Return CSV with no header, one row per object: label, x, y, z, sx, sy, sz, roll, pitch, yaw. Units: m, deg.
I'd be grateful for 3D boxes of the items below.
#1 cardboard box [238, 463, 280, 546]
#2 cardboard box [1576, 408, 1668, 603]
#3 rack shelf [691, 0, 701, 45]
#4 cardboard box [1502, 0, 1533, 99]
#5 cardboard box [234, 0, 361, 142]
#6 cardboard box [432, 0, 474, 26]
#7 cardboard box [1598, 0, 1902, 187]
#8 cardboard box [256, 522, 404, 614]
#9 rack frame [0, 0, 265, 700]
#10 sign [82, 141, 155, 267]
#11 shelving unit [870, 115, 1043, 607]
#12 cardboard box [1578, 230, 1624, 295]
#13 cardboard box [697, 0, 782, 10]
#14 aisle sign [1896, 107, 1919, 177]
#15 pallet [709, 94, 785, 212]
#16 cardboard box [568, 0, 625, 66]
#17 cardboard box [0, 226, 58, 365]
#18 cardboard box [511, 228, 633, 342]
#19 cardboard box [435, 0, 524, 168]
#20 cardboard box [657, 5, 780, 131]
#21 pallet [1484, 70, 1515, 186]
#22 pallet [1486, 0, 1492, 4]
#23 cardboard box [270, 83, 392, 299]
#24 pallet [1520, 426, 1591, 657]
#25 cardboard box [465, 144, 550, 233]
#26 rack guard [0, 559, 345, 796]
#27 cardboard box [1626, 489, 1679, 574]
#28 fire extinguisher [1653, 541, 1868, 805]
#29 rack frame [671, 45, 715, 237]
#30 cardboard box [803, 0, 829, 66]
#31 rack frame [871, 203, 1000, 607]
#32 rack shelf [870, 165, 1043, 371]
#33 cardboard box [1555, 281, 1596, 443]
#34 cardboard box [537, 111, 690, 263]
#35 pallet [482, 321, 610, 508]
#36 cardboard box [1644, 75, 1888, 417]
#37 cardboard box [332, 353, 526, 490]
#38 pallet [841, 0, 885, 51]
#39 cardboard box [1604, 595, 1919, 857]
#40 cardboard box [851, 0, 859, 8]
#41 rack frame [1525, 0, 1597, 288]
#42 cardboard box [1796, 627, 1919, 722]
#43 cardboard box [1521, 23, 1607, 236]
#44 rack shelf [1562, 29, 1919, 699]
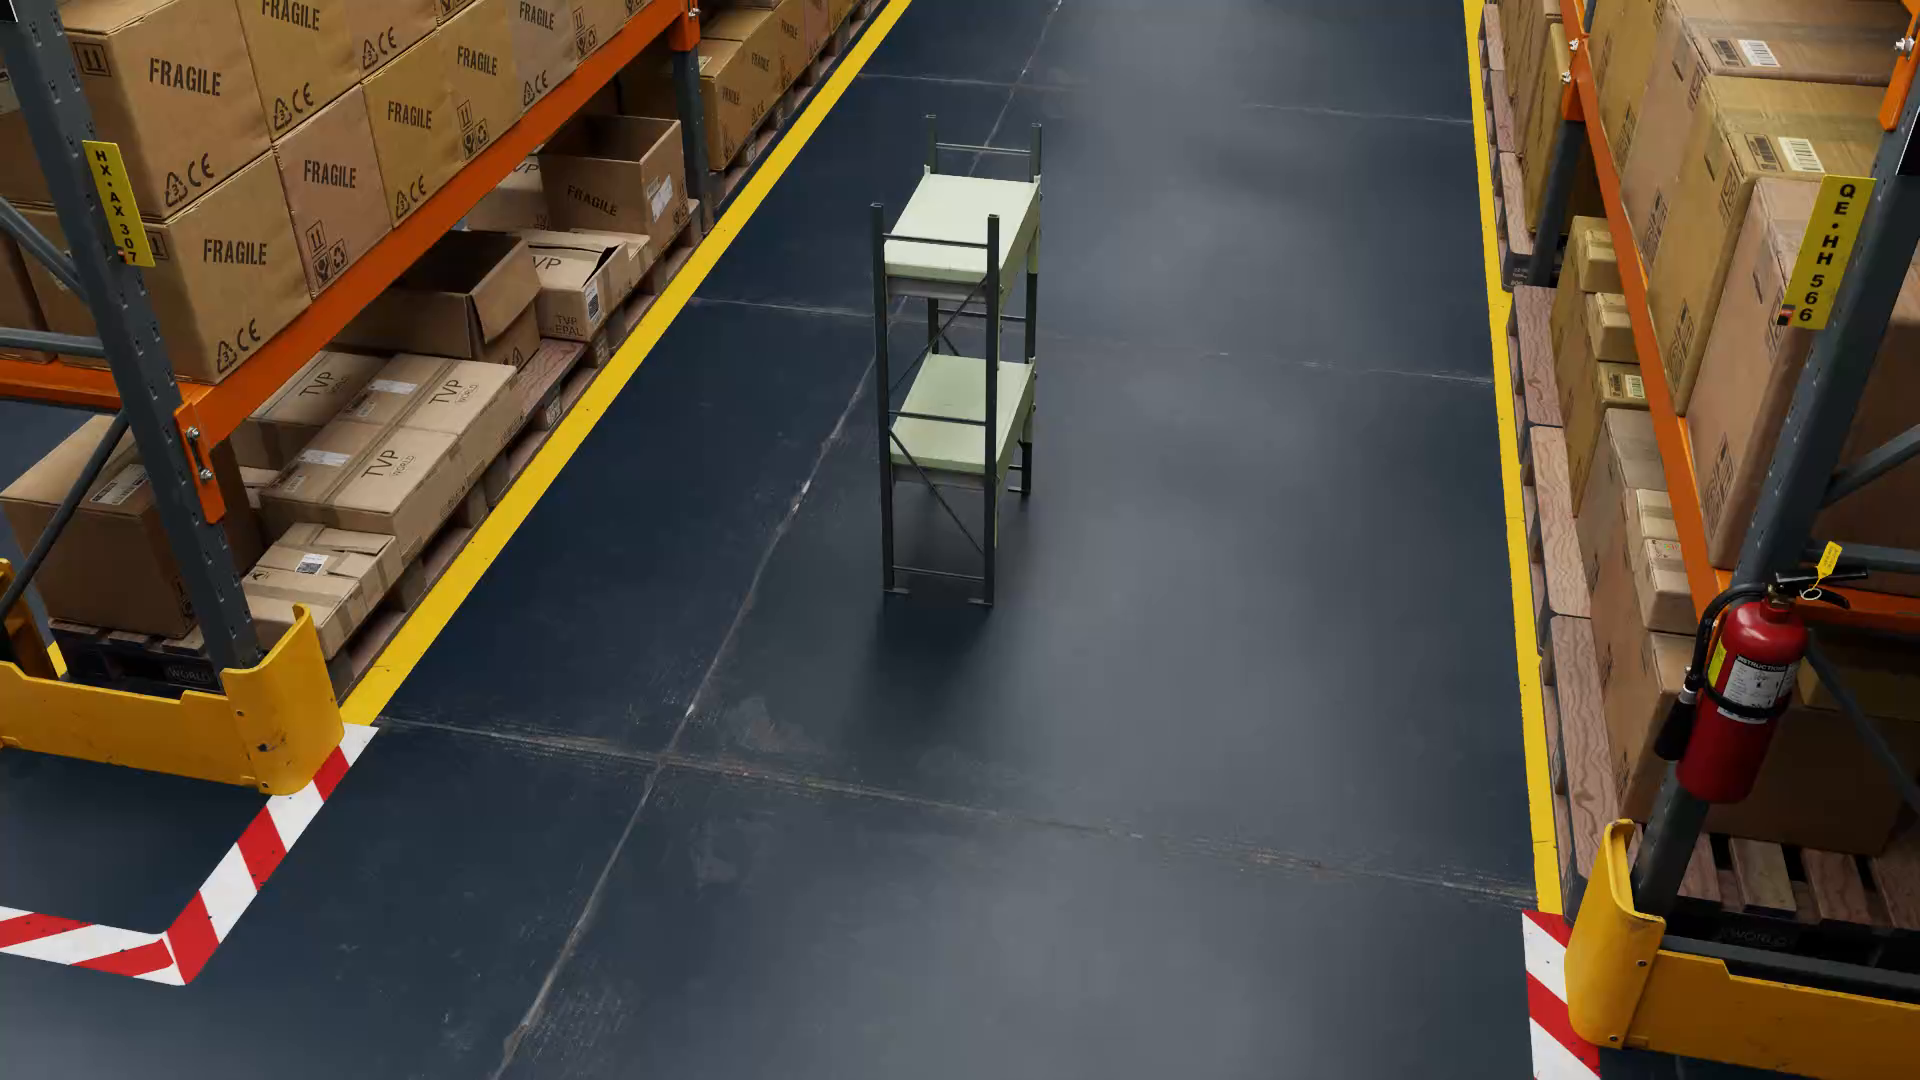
cardboard box,-2.553,-0.136,5.922,0.380,0.166,0.250,7,37,10
cardboard box,2.503,-0.070,5.563,0.700,0.500,0.500,6,36,8
rack shelf,-1.321,-3.690,9.399,1.077,0.370,4.000,7,37,10
cardboard box,3.468,-2.903,9.173,0.750,0.750,0.750,7,37,10
cardboard box,-2.146,-1.509,4.839,0.500,0.500,0.500,8,37,10
cardboard box,-1.927,-2.087,5.636,0.500,0.500,0.500,7,37,10
cardboard box,2.799,-1.611,5.661,0.980,0.700,0.700,6,36,9
cardboard box,-2.124,0.087,5.614,0.380,0.166,0.250,7,37,10
rack frame,-2.603,-0.542,4.442,1.000,3.000,0.127,7,37,10
sign,-2.073,-0.825,4.094,0.100,0.325,0.005,7,37,10
shelving unit,0.001,-0.611,5.815,0.431,1.500,0.755,7,37,10
cardboard box,2.580,-1.048,6.359,0.380,0.149,0.250,8,37,12
cardboard box,-1.193,-3.125,9.122,0.500,0.250,0.500,7,37,10
aisle sign,1.929,-0.972,2.820,0.394,0.787,0.004,7,37,10
pallet,-1.612,-2.177,9.074,1.003,0.211,1.213,7,37,10
cardboard box,-1.713,-2.261,6.729,0.500,0.500,0.500,8,37,11
cardboard box,-2.773,-0.873,4.814,0.500,0.500,0.500,8,37,11
cardboard box,-1.753,-1.132,7.173,0.500,0.311,0.500,7,37,10
cardboard box,-1.927,-1.674,5.918,0.500,0.500,0.500,8,37,11
cardboard box,-1.304,-2.555,8.975,0.500,0.500,0.500,8,37,11
pallet,3.441,-2.241,9.162,1.003,0.211,1.213,7,37,10
pallet,4.114,-3.828,11.352,1.003,0.211,1.213,7,37,10
cardboard box,-2.145,-1.100,5.127,0.500,0.500,0.500,7,37,10
pallet,2.594,0.040,6.014,1.003,0.211,1.213,7,37,10
cardboard box,-2.049,-1.711,7.971,0.500,0.311,0.500,7,37,10
rack guard,-2.587,0.427,5.235,1.175,0.500,0.348,7,37,10
cardboard box,2.192,-0.001,4.914,0.380,0.149,0.250,8,37,11
fire extinguisher,1.754,0.288,3.681,0.296,0.674,0.183,7,37,10
rack frame,-1.748,-2.835,7.606,1.000,3.000,0.127,7,37,10
cardboard box,-1.081,-3.130,9.768,0.500,0.500,0.500,6,36,8
rack frame,-0.077,-0.401,5.526,0.400,1.500,0.023,7,37,10
rack shelf,0.001,-0.927,5.586,0.431,0.370,0.720,7,37,10
cardboard box,2.721,-0.671,6.392,0.700,0.500,0.500,7,37,9
cardboard box,-1.593,-1.639,7.710,0.500,0.500,0.500,7,37,10
pallet,-2.154,-0.611,6.913,1.003,0.211,1.213,7,37,10
cardboard box,2.481,-0.757,4.483,0.980,0.700,0.700,7,37,10
cardboard box,-1.996,-0.456,6.292,0.500,0.250,0.500,7,37,10
pallet,-1.090,-3.576,11.004,1.003,0.211,1.213,7,37,10
cardboard box,2.289,0.505,4.769,0.700,0.500,0.500,7,37,10
cardboard box,-0.864,-3.729,10.594,0.500,0.500,0.500,9,37,12
rack frame,3.092,-2.216,6.752,1.000,3.000,0.127,7,37,10
cardboard box,2.458,0.339,4.445,0.380,0.149,0.250,8,37,10
cardboard box,3.104,-1.905,7.796,0.750,0.750,0.750,8,37,11
rack shelf,2.665,-0.778,5.381,1.077,0.370,4.000,7,37,10
